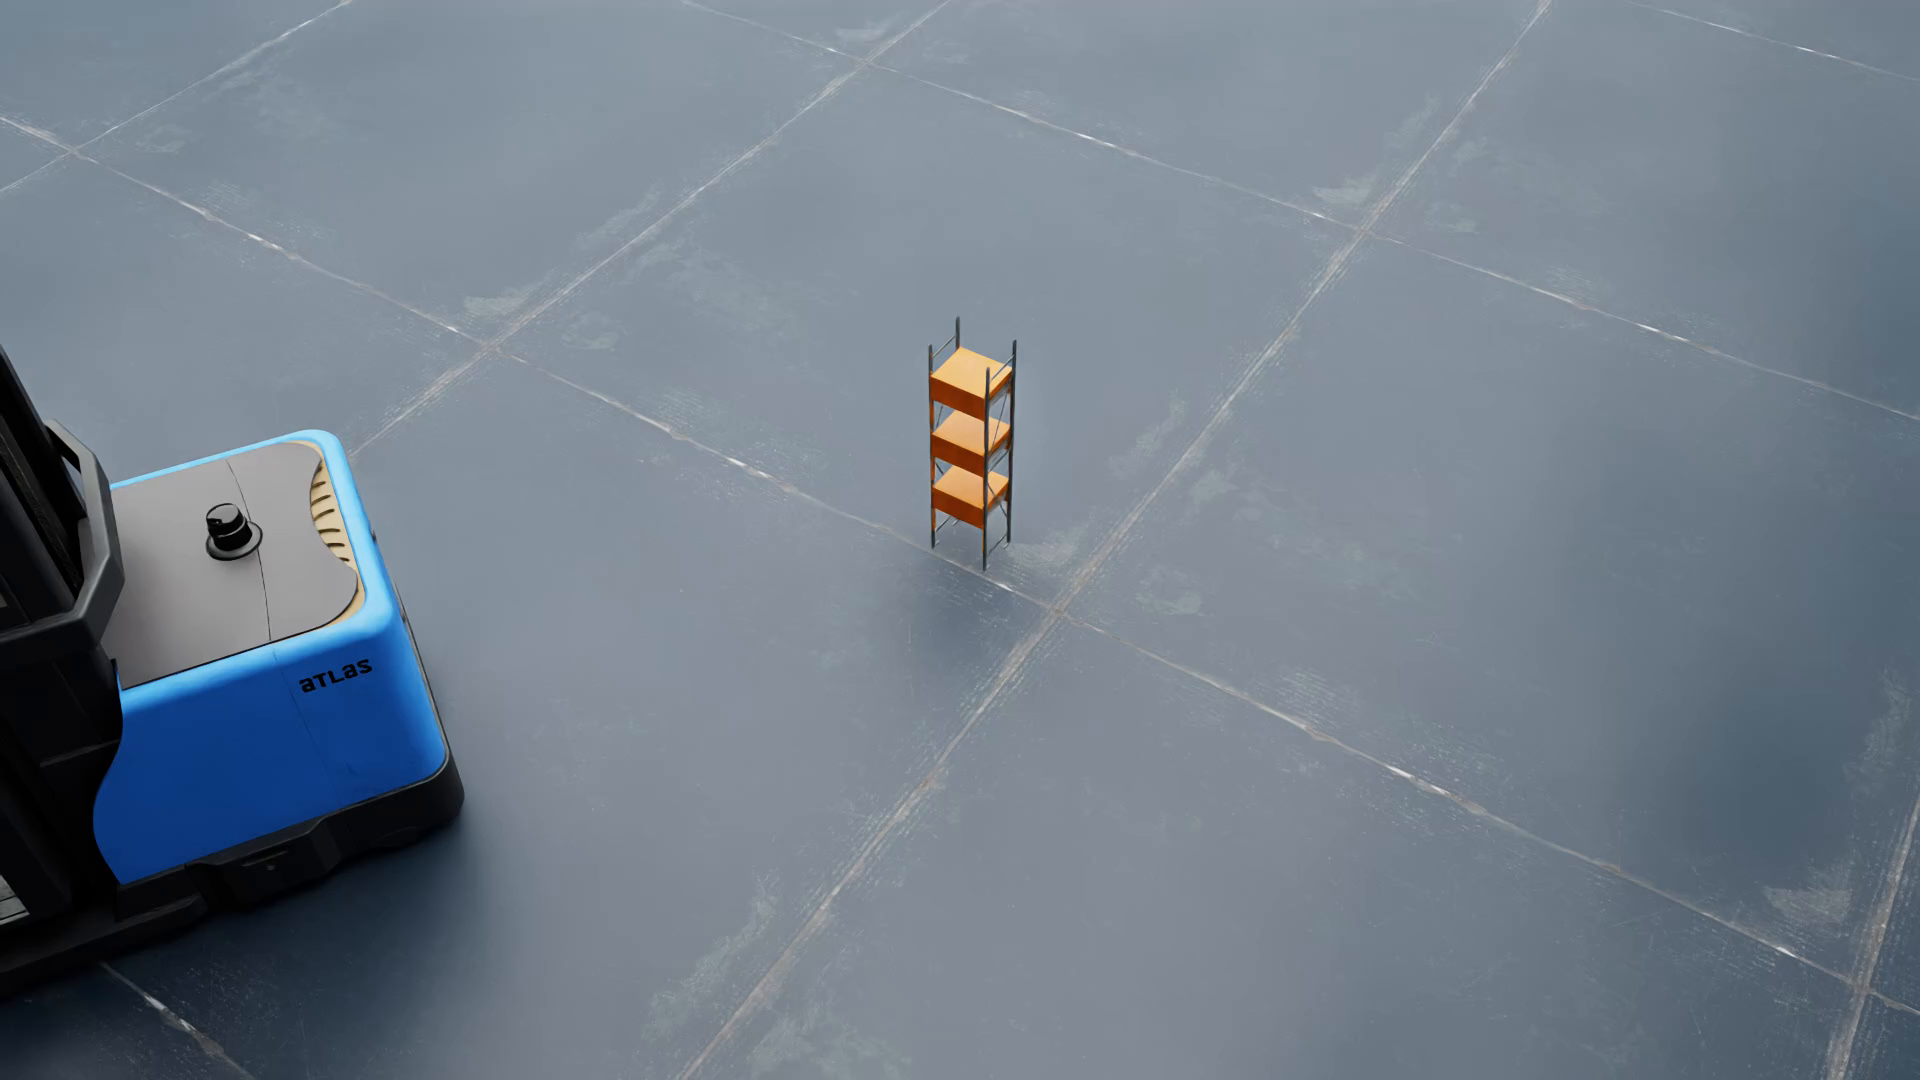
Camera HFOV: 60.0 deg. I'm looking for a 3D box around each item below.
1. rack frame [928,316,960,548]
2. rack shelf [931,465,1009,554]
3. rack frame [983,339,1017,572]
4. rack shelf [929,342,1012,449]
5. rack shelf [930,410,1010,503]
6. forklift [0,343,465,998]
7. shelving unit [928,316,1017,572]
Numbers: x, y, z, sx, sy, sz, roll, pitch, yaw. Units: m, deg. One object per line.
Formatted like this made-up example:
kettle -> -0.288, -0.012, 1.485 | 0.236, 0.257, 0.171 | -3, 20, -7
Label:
rack frame -> -0.058, -0.392, 6.399 | 0.008, 1.050, 0.200 | 25, 51, 22
rack shelf -> 0.045, -0.144, 6.560 | 0.240, 0.259, 0.215 | 25, 51, 22
rack frame -> 0.148, -0.298, 6.307 | 0.008, 1.050, 0.200 | 25, 51, 22
rack shelf -> 0.045, -0.536, 6.157 | 0.240, 0.259, 0.215 | 25, 51, 22
rack shelf -> 0.045, -0.338, 6.361 | 0.240, 0.259, 0.215 | 25, 51, 22
forklift -> -3.279, 0.096, 4.613 | 3.031, 2.935, 1.130 | -19, 49, -17
shelving unit -> 0.045, -0.345, 6.353 | 0.252, 1.050, 0.215 | 25, 51, 22
